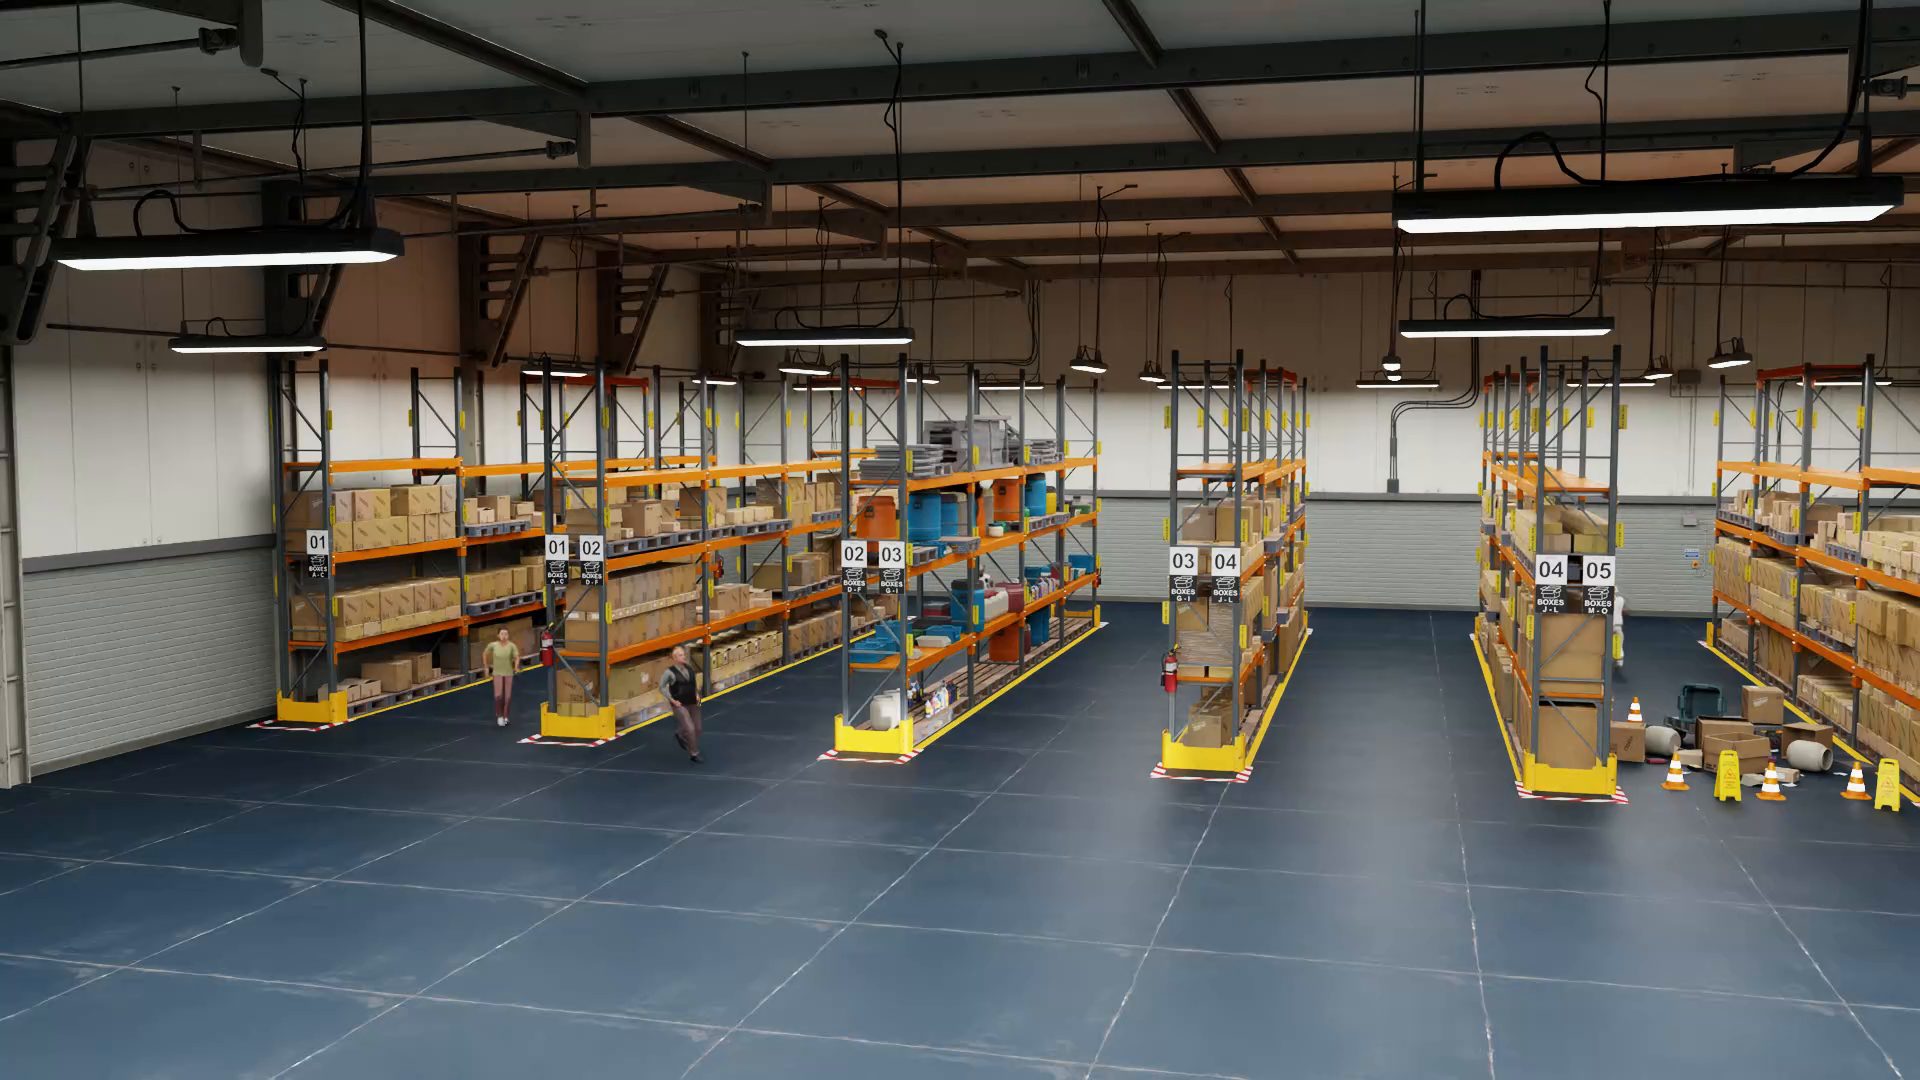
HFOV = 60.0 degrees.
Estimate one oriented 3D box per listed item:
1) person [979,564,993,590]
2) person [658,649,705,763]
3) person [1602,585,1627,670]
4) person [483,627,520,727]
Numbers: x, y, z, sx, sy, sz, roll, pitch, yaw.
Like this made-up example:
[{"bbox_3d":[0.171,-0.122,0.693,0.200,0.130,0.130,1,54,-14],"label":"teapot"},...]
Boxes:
[{"bbox_3d":[0.513,1.375,39.083,0.581,1.665,0.958,0,4,2],"label":"person"},{"bbox_3d":[-4.106,2.421,24.398,0.658,1.674,0.752,-4,6,-44],"label":"person"},{"bbox_3d":[13.075,1.741,33.387,0.683,1.735,0.983,0,4,5],"label":"person"},{"bbox_3d":[-7.484,2.228,27.201,0.572,1.639,0.713,-2,4,-23],"label":"person"}]
